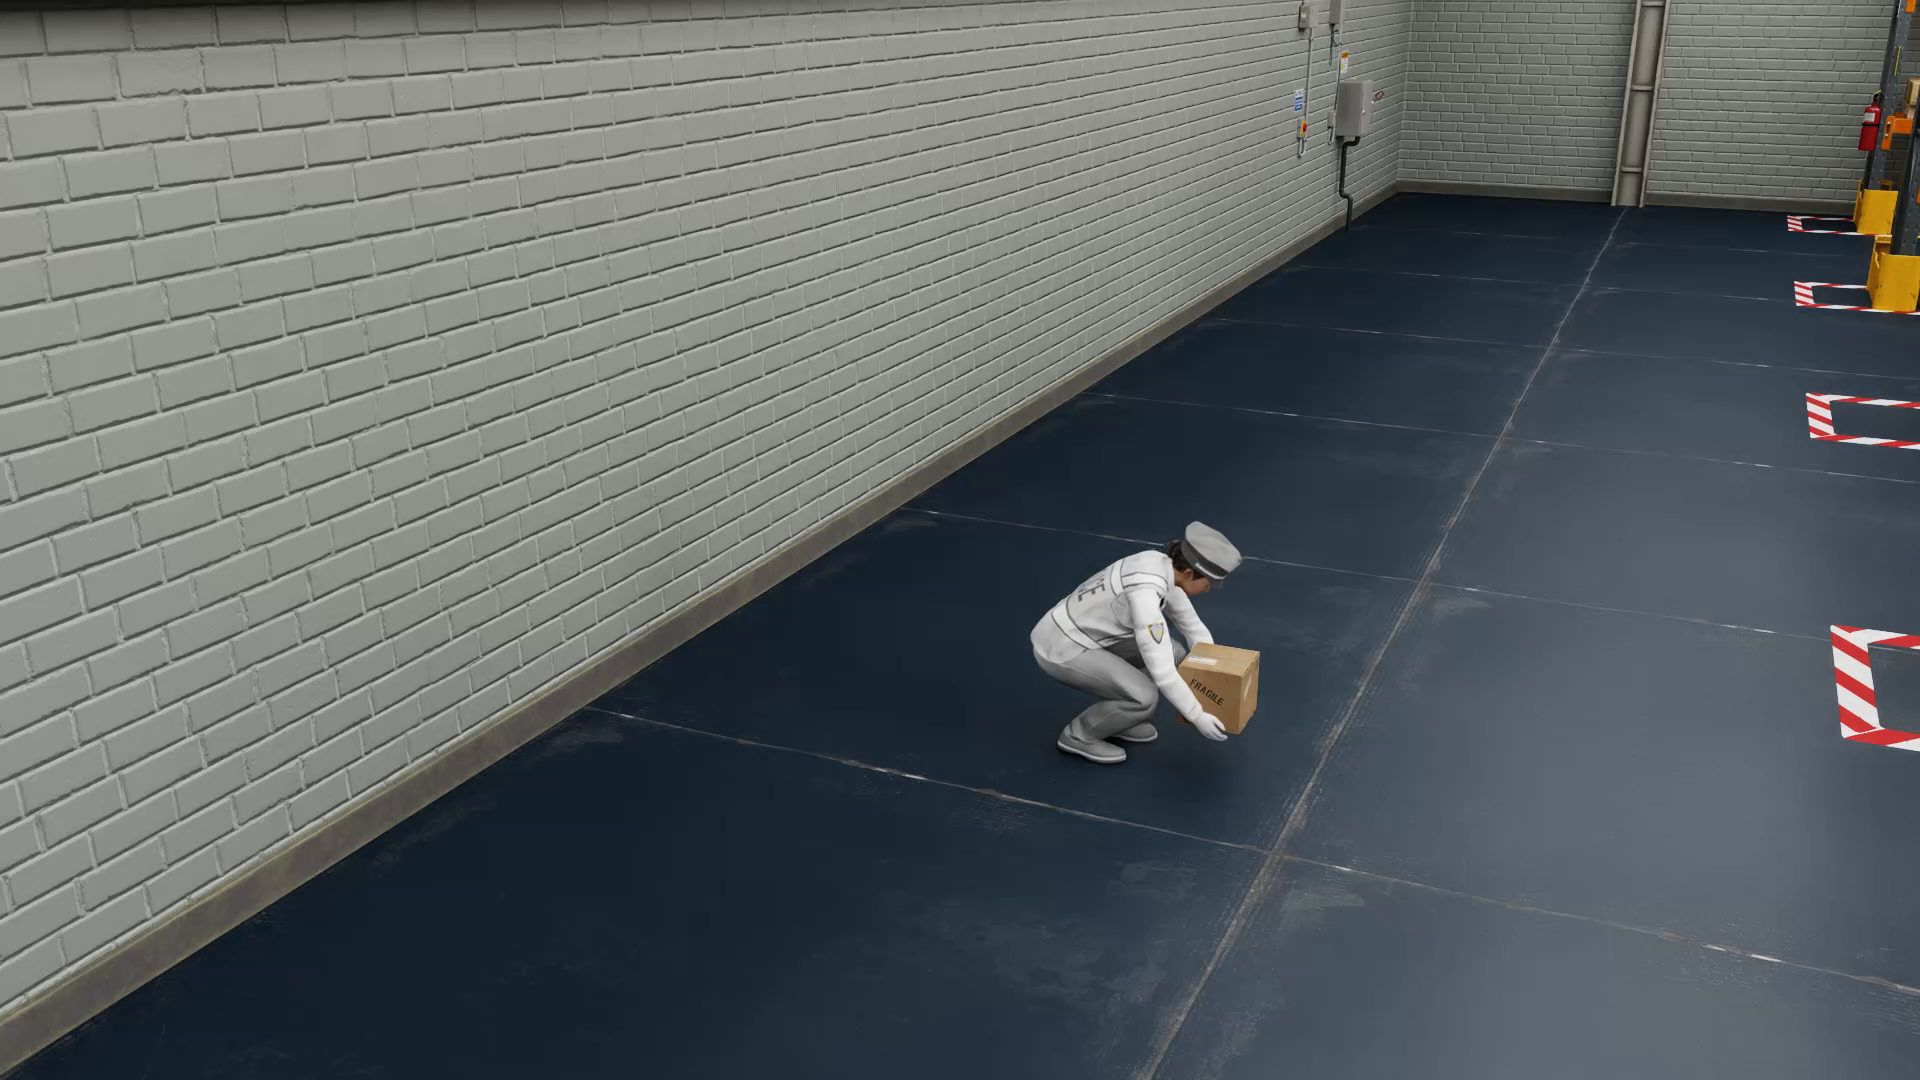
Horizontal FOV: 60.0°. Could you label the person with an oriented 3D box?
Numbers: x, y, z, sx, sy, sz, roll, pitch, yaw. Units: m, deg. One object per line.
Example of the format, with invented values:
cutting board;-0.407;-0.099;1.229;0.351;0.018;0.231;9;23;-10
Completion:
person;0.698;0.385;6.545;0.819;0.961;0.511;8;21;23
